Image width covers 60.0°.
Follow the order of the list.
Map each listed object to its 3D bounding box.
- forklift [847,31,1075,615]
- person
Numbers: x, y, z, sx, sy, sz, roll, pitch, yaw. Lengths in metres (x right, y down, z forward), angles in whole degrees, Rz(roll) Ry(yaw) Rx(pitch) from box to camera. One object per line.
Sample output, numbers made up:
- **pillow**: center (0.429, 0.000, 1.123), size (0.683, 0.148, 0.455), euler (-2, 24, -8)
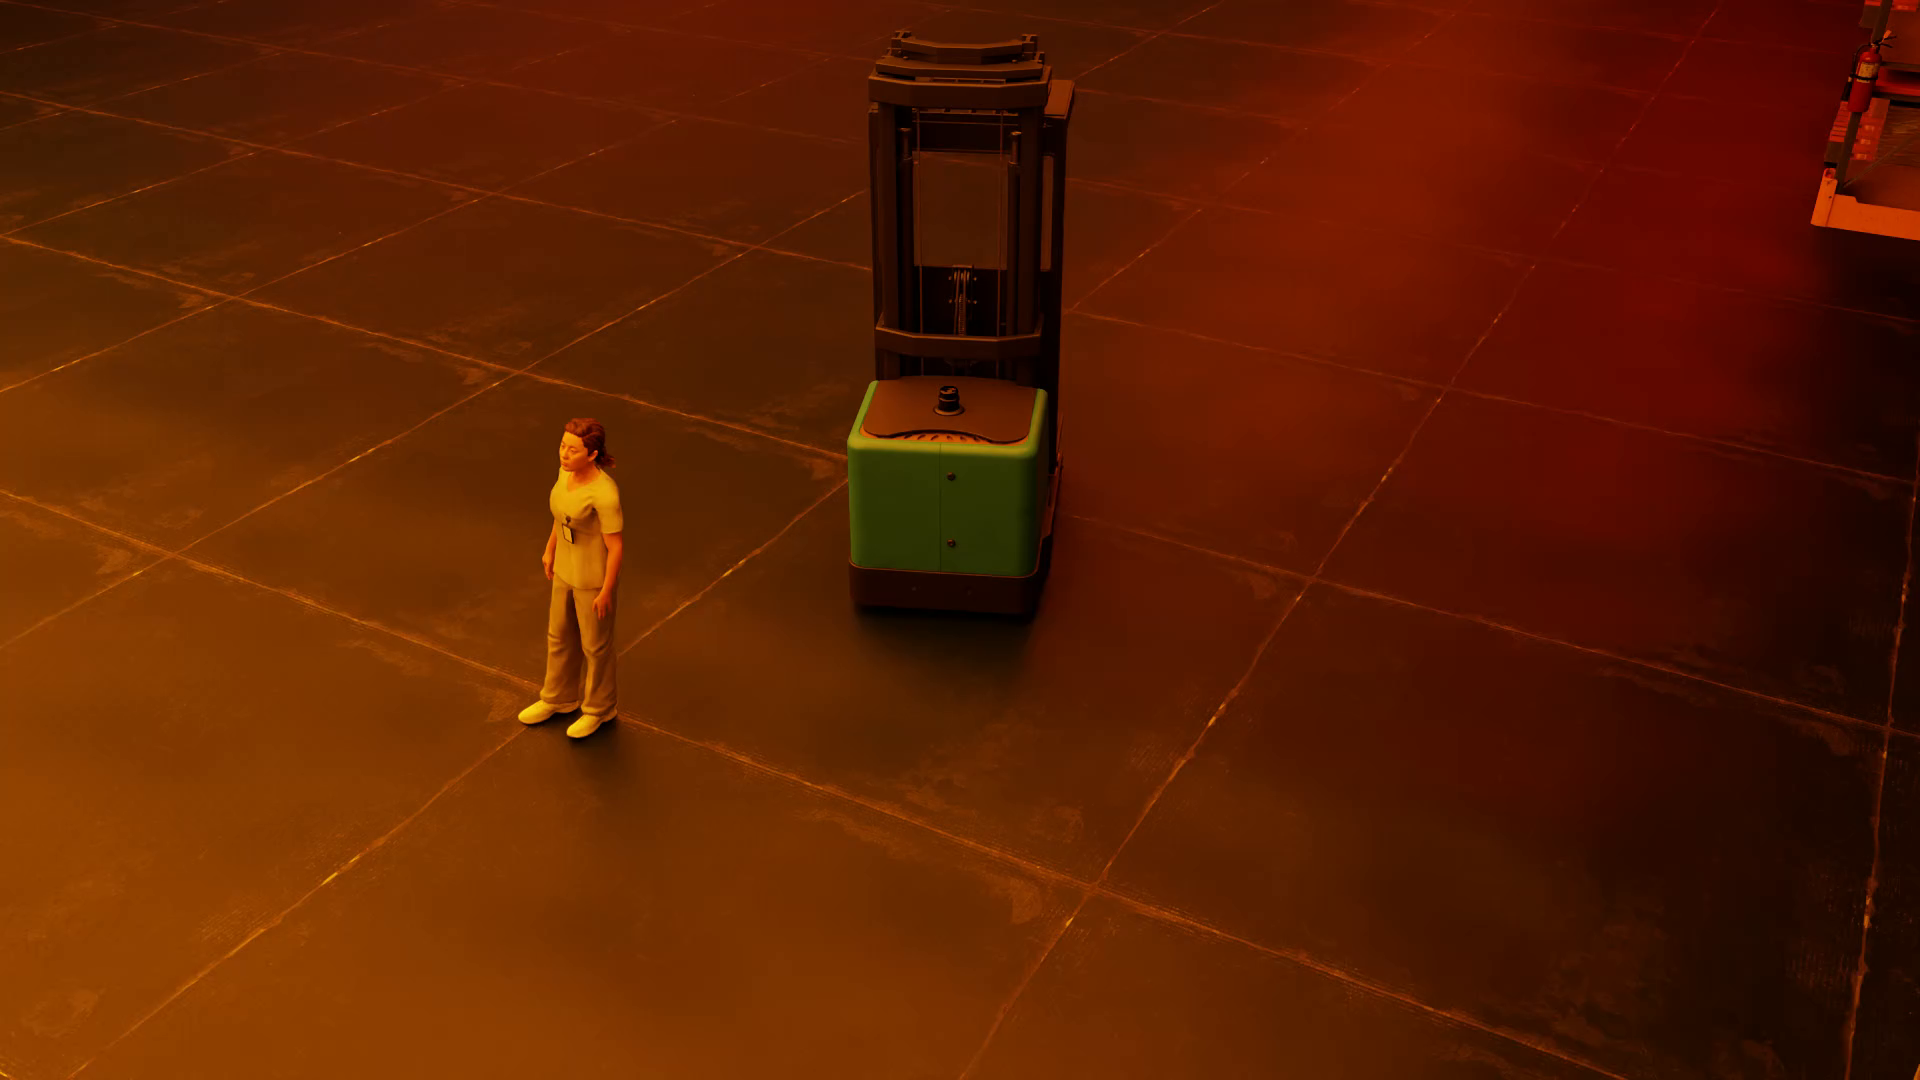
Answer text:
- **forklift**: center (0.072, -1.572, 9.794), size (1.130, 2.935, 3.031), euler (3, 30, 6)
- **person**: center (-1.856, 0.196, 7.972), size (0.548, 1.673, 0.550), euler (-25, 39, -37)
